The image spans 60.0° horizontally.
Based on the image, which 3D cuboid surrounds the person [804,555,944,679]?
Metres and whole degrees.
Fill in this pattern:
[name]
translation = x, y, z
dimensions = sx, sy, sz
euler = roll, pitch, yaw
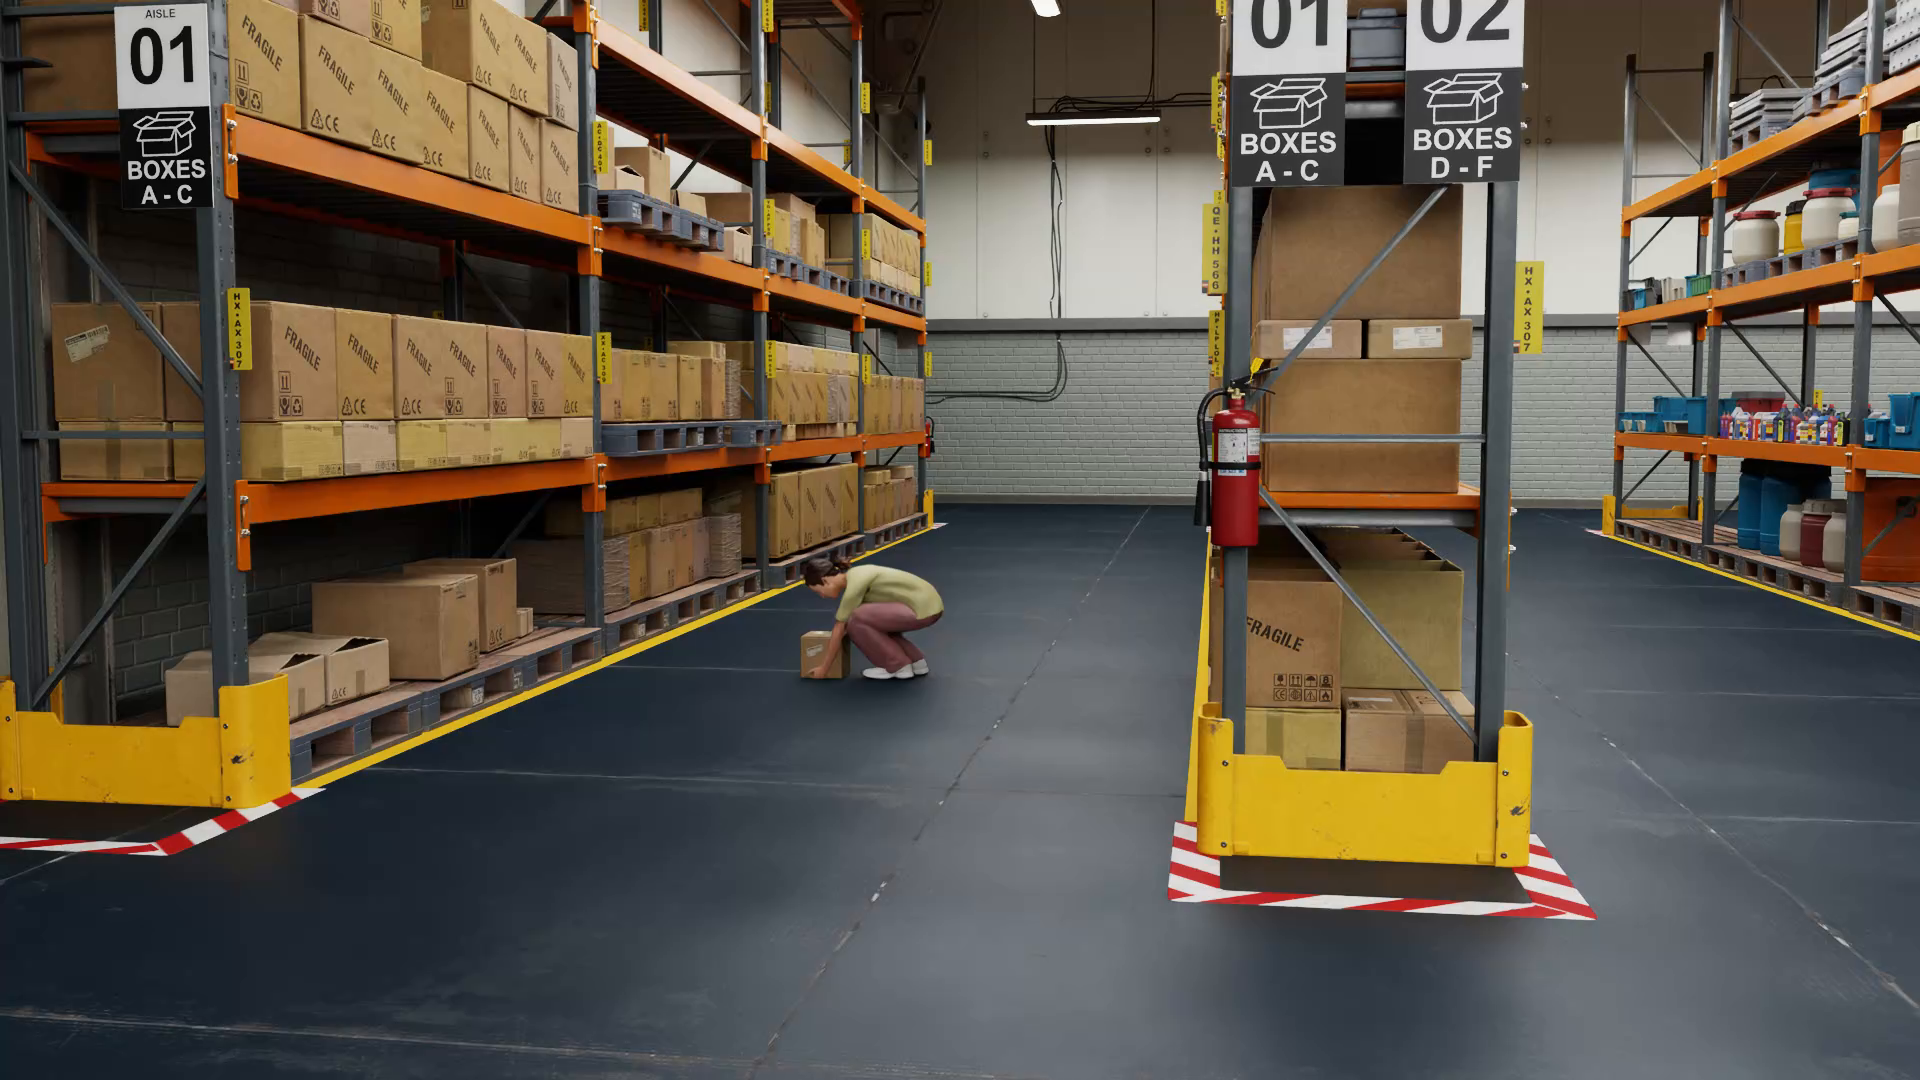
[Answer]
[person]
translation = -0.520, 0.488, 10.037
dimensions = 0.839, 0.810, 0.463
euler = 1, 5, 8
